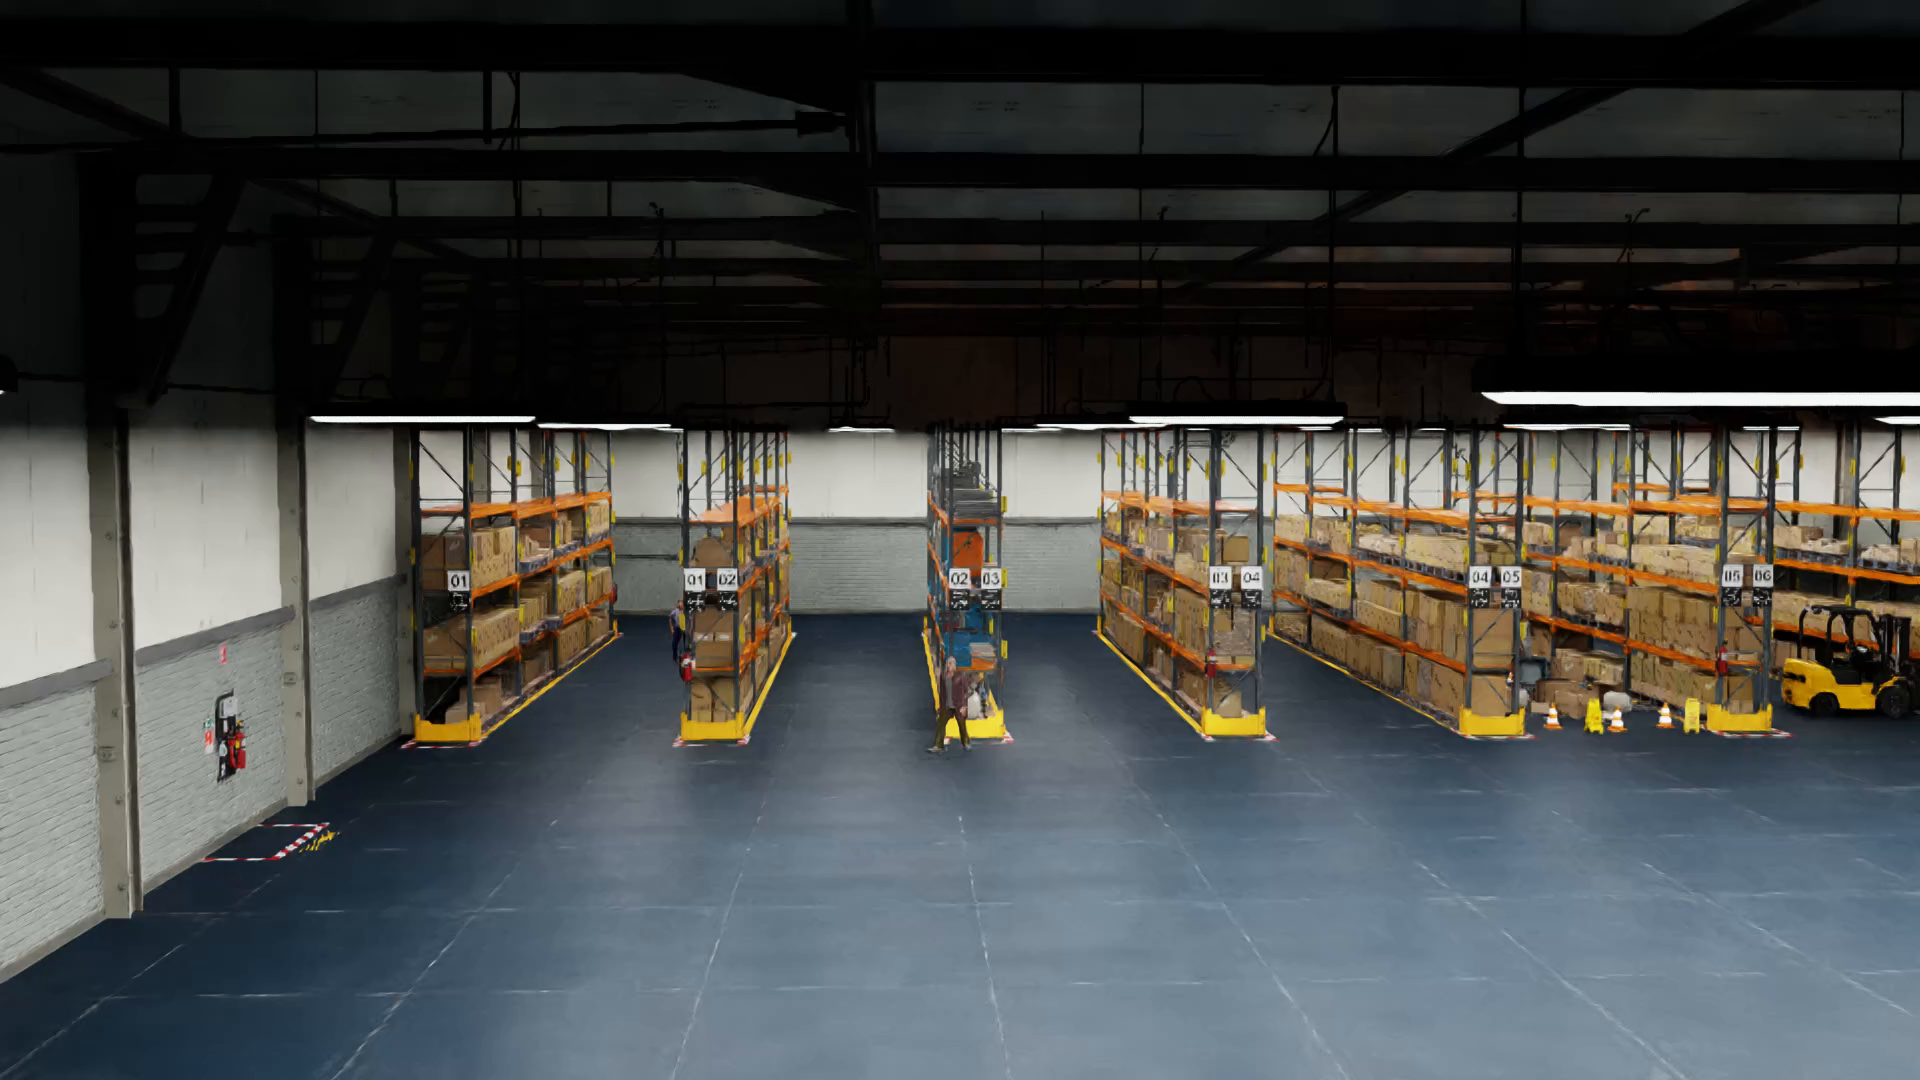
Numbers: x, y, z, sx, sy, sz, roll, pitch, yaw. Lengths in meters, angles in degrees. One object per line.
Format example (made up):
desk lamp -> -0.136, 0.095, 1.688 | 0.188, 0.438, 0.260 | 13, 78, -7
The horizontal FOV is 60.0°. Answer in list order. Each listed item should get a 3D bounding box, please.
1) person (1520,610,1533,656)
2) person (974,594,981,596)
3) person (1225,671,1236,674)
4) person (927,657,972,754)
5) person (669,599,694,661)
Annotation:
person -> 13.191, 2.423, 38.890 | 0.536, 1.590, 0.535 | 2, 4, 23
person -> 0.555, 2.008, 44.714 | 0.454, 1.679, 0.536 | -2, 4, -22
person -> 6.452, 2.366, 39.678 | 0.341, 1.599, 0.541 | -1, 4, -16
person -> -0.113, 2.929, 29.811 | 0.627, 1.709, 0.827 | 2, 4, 24
person -> -6.975, 2.268, 41.646 | 0.626, 1.594, 0.513 | 0, 4, -4
